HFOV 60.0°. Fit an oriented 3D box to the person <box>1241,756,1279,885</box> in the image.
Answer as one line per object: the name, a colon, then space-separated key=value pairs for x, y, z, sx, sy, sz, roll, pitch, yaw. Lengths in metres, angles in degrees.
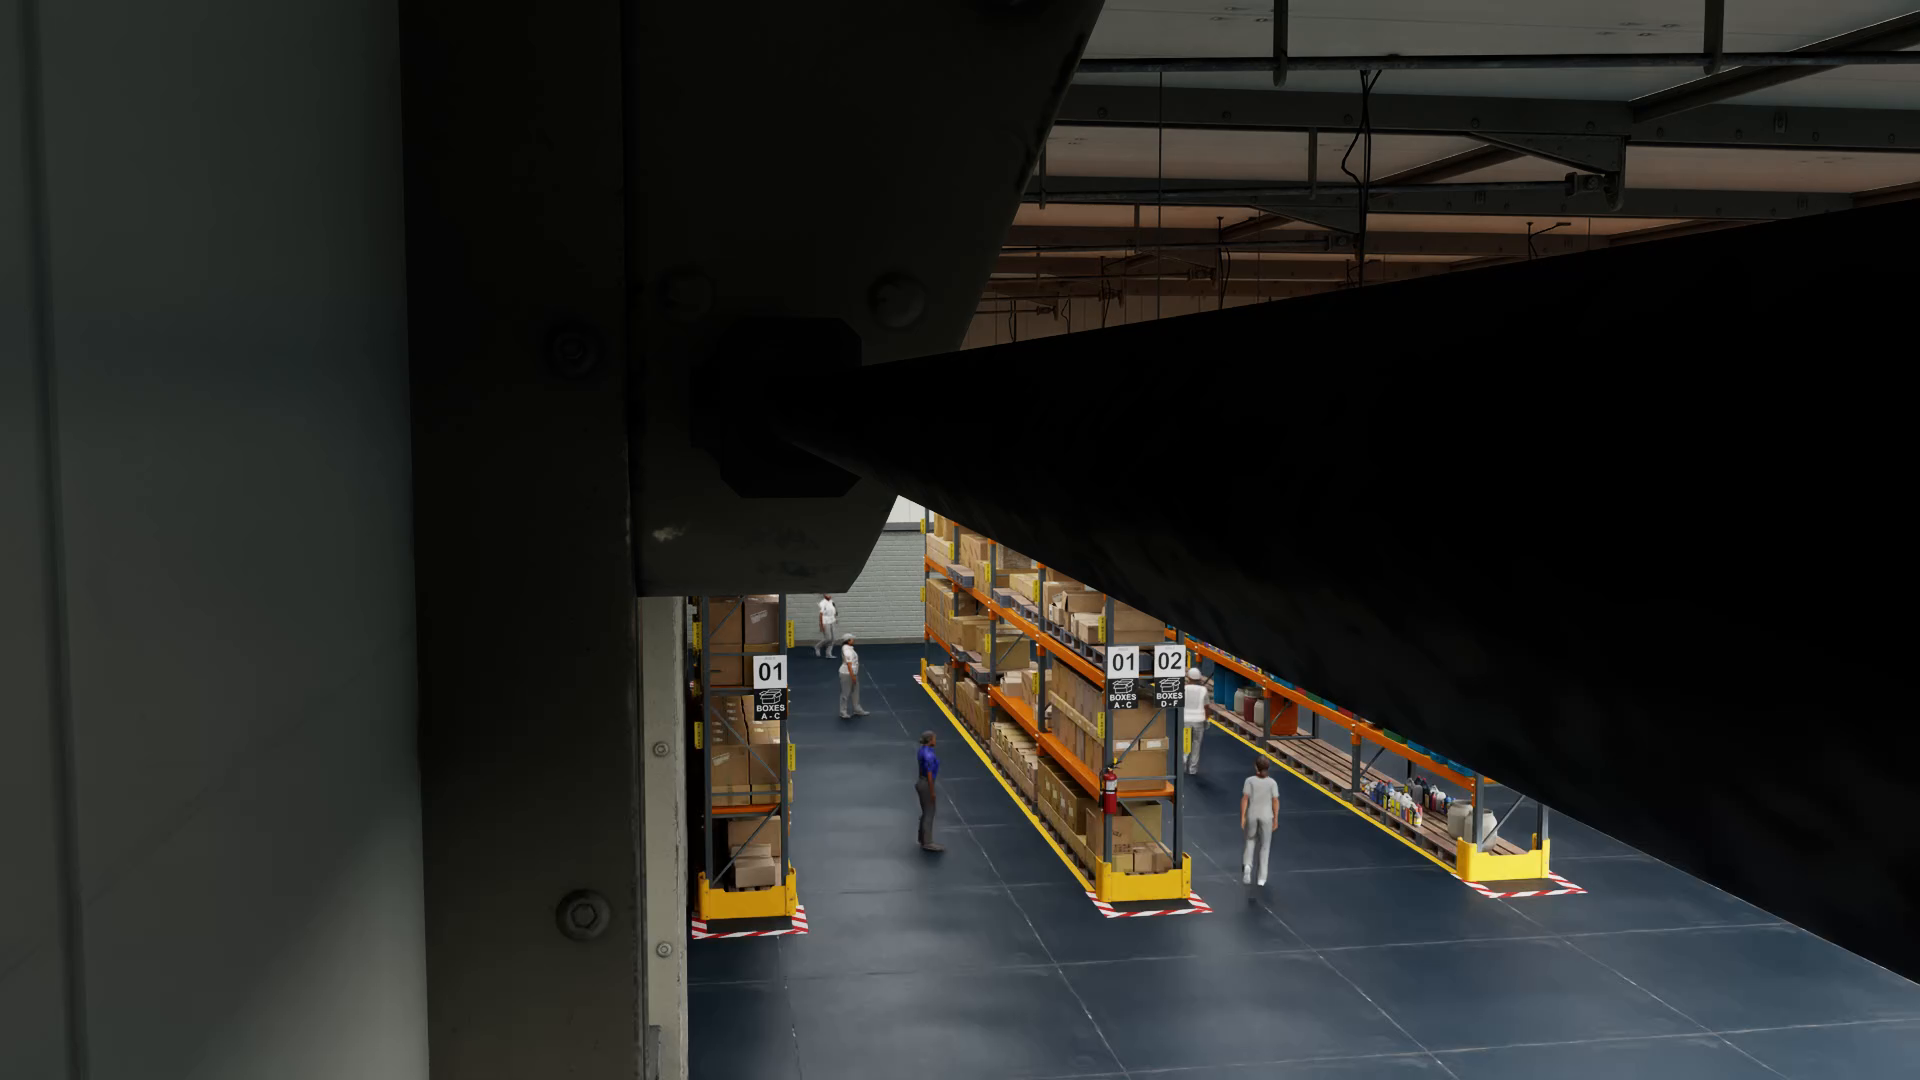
person: x=3.860 y=3.605 z=21.394 sx=0.456 sy=1.664 sz=0.479 roll=2 pitch=5 yaw=23

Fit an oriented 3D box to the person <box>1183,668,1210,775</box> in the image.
person: x=3.877 y=2.998 z=27.589 sx=0.551 sy=1.780 sz=0.470 roll=3 pitch=6 yaw=27

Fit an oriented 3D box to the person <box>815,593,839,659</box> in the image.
person: x=-3.183 y=1.989 z=39.741 sx=0.493 sy=1.682 sz=0.464 roll=3 pitch=6 yaw=29

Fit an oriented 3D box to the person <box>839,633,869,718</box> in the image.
person: x=-2.095 y=2.646 z=32.605 sx=0.550 sy=1.656 sz=0.548 roll=1 pitch=5 yaw=8

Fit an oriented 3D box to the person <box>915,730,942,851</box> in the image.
person: x=-0.443 y=3.516 z=23.175 sx=0.334 sy=1.730 sz=0.524 roll=-1 pitch=5 yaw=-13
